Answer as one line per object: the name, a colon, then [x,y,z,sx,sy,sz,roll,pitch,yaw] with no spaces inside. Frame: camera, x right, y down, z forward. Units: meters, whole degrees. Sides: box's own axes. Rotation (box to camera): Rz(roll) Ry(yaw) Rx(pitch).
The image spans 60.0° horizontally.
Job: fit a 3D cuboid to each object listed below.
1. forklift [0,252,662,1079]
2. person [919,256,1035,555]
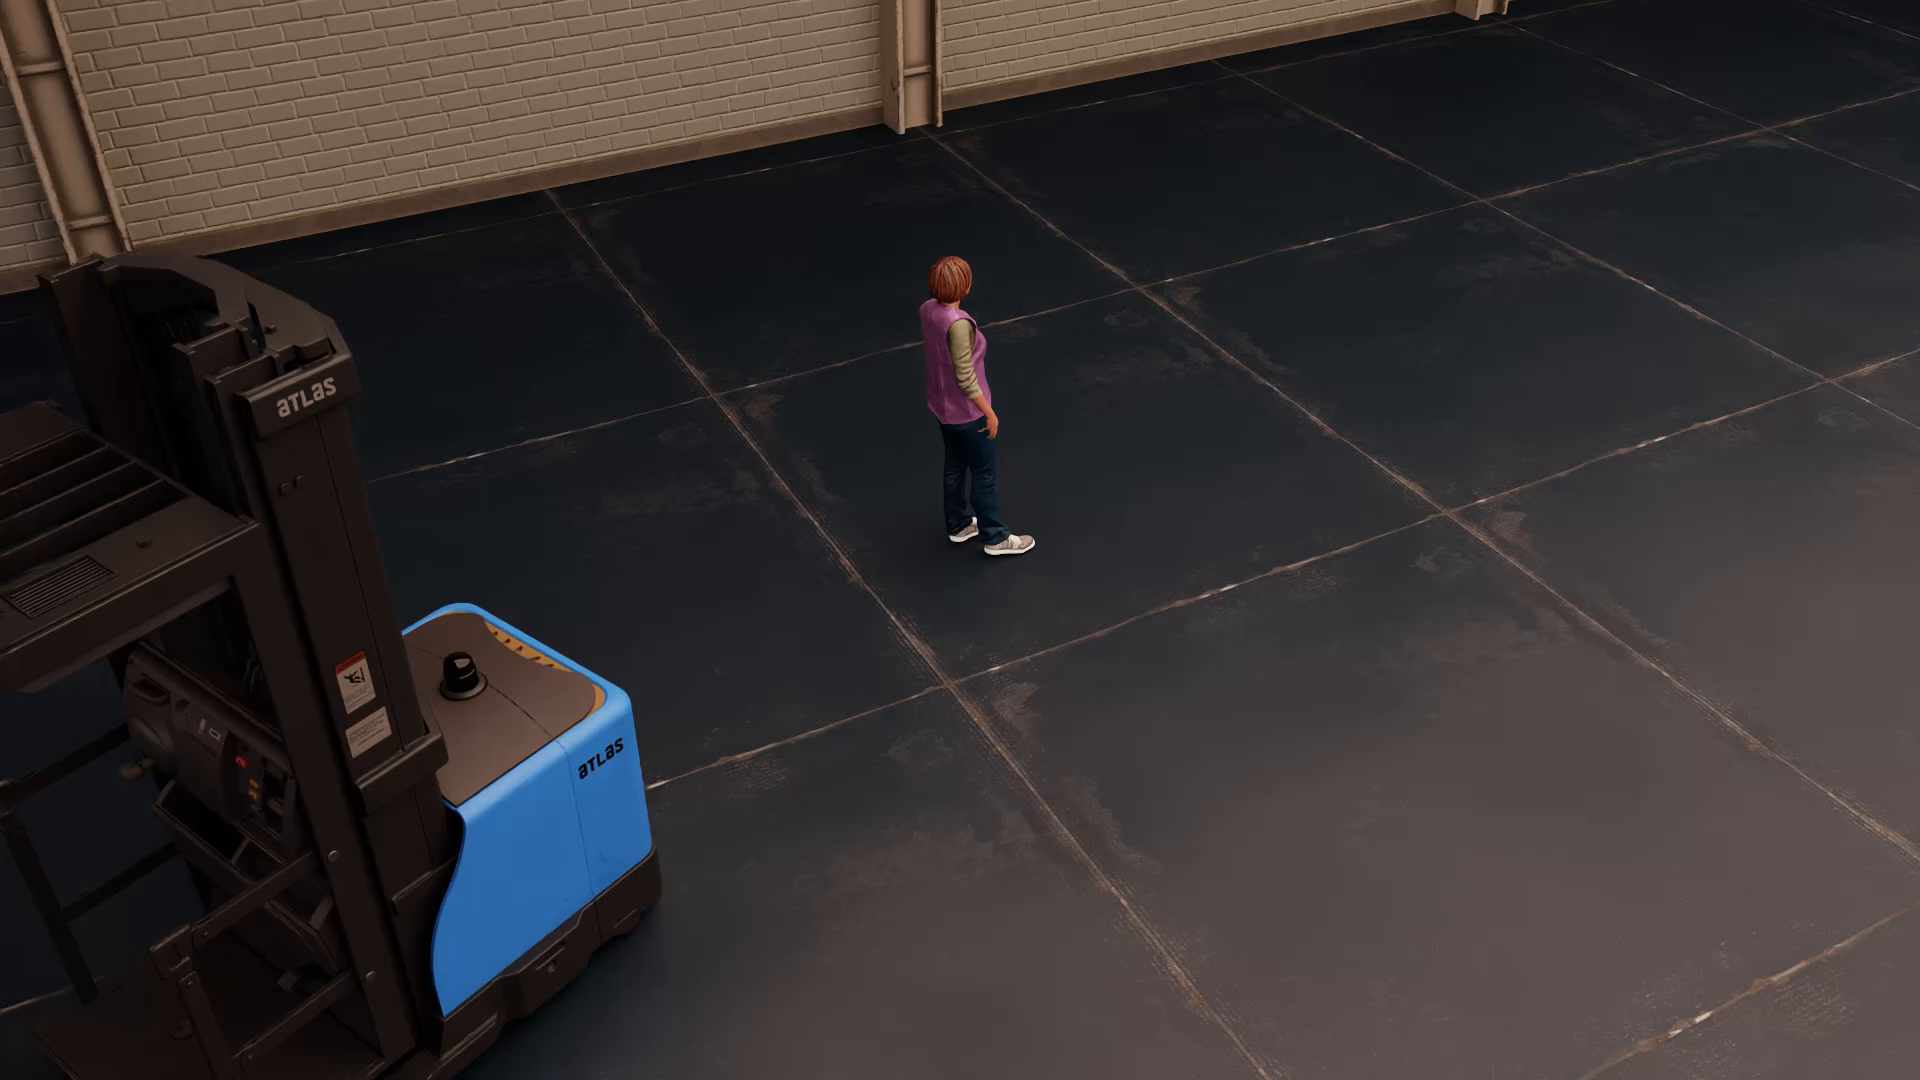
forklift: [-2.475,0.743,5.072,1.130,2.935,3.031,24,42,30]
person: [0.072,-0.671,8.215,0.476,1.597,0.520,-17,39,-23]
